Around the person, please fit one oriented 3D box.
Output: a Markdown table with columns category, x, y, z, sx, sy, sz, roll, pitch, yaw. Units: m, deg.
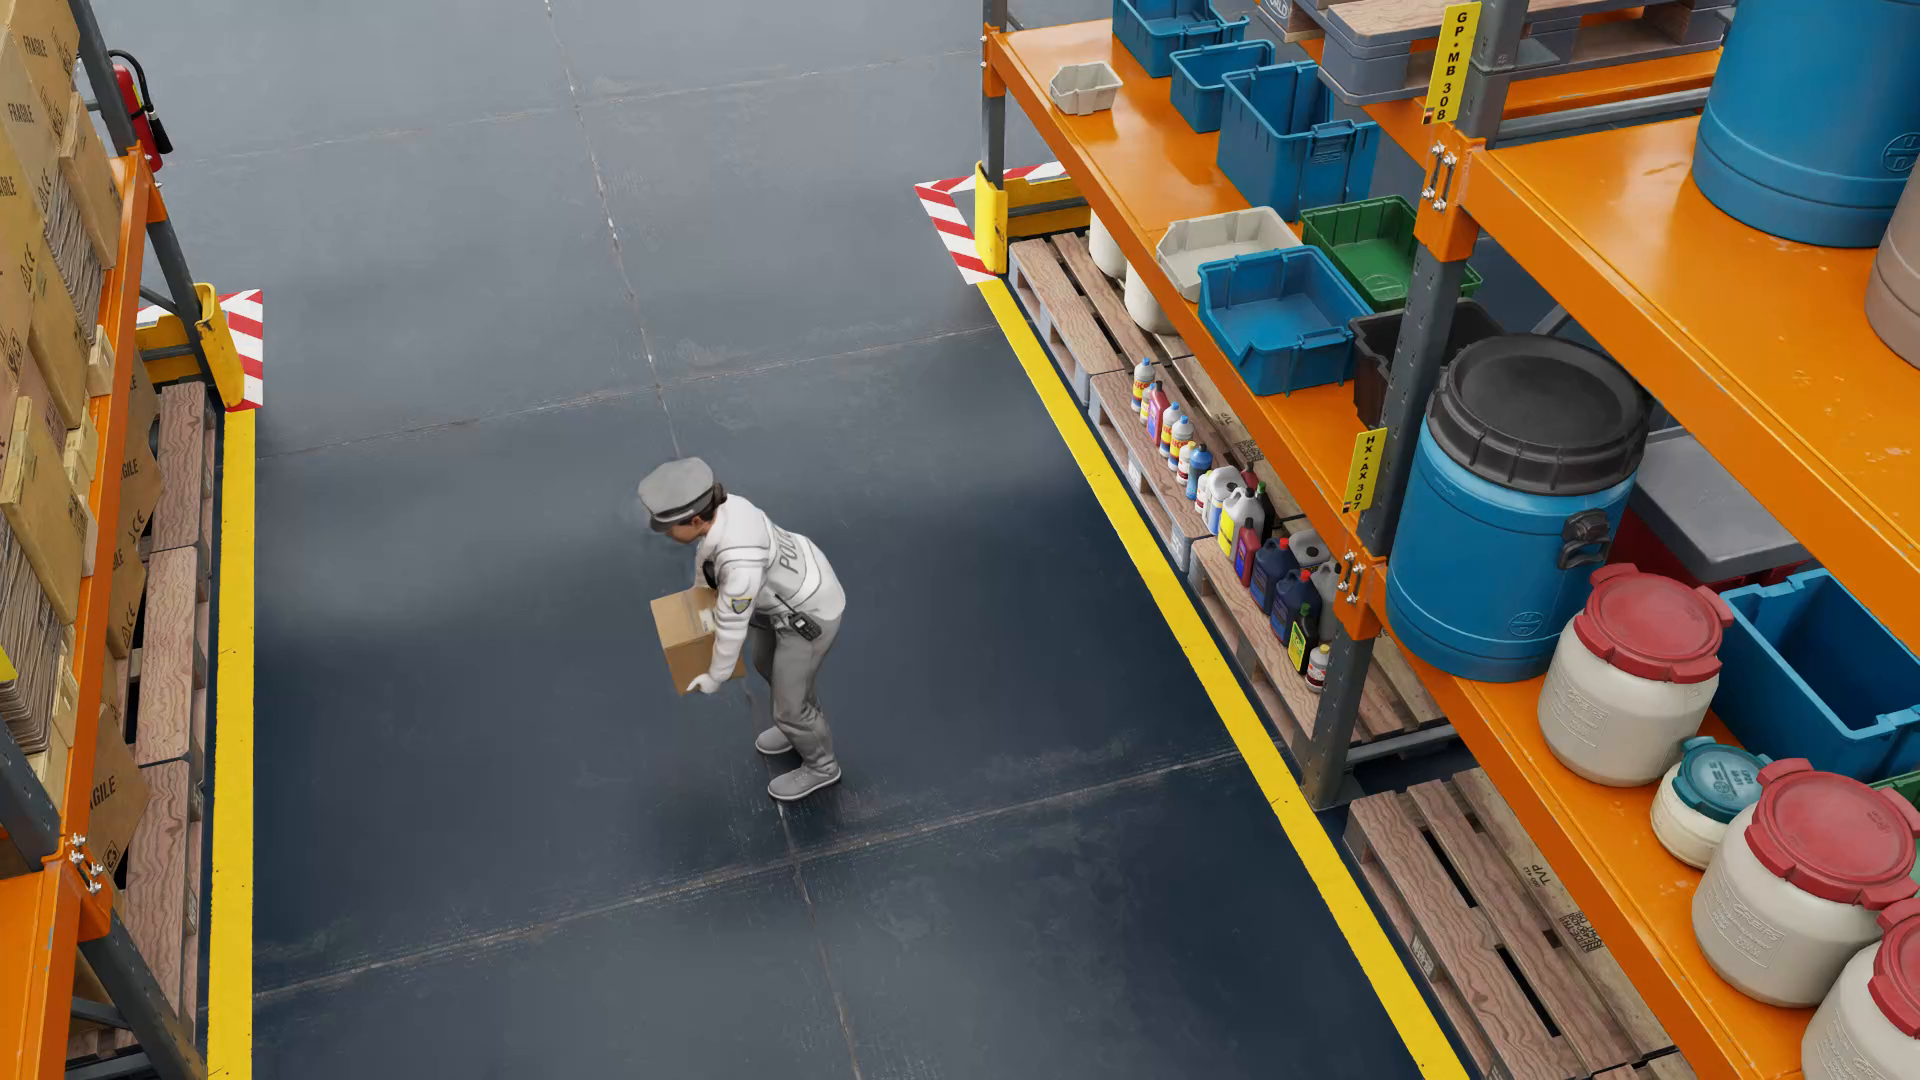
| category | x | y | z | sx | sy | sz | roll | pitch | yaw |
| --- | --- | --- | --- | --- | --- | --- | --- | --- | --- |
| person | -0.726 | 0.324 | 5.896 | 0.649 | 1.551 | 0.412 | -13 | 44 | -14 |
